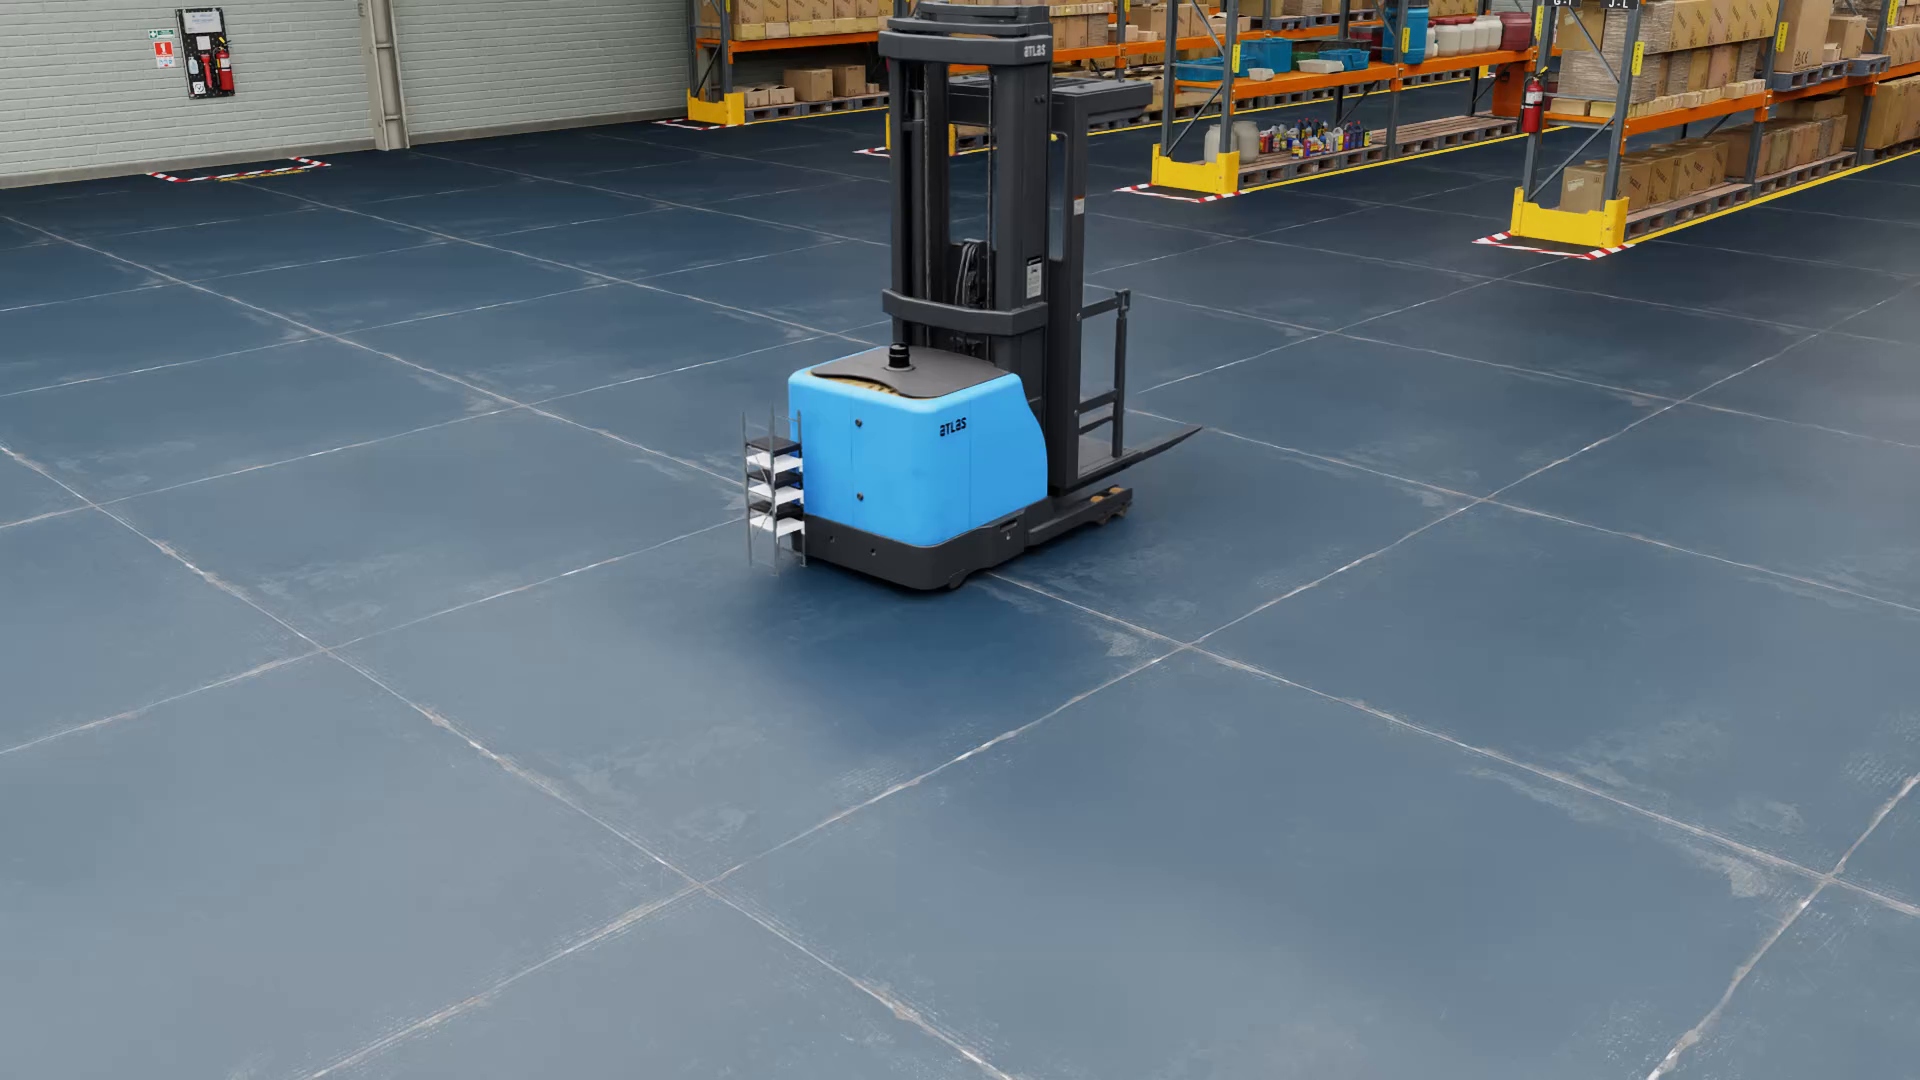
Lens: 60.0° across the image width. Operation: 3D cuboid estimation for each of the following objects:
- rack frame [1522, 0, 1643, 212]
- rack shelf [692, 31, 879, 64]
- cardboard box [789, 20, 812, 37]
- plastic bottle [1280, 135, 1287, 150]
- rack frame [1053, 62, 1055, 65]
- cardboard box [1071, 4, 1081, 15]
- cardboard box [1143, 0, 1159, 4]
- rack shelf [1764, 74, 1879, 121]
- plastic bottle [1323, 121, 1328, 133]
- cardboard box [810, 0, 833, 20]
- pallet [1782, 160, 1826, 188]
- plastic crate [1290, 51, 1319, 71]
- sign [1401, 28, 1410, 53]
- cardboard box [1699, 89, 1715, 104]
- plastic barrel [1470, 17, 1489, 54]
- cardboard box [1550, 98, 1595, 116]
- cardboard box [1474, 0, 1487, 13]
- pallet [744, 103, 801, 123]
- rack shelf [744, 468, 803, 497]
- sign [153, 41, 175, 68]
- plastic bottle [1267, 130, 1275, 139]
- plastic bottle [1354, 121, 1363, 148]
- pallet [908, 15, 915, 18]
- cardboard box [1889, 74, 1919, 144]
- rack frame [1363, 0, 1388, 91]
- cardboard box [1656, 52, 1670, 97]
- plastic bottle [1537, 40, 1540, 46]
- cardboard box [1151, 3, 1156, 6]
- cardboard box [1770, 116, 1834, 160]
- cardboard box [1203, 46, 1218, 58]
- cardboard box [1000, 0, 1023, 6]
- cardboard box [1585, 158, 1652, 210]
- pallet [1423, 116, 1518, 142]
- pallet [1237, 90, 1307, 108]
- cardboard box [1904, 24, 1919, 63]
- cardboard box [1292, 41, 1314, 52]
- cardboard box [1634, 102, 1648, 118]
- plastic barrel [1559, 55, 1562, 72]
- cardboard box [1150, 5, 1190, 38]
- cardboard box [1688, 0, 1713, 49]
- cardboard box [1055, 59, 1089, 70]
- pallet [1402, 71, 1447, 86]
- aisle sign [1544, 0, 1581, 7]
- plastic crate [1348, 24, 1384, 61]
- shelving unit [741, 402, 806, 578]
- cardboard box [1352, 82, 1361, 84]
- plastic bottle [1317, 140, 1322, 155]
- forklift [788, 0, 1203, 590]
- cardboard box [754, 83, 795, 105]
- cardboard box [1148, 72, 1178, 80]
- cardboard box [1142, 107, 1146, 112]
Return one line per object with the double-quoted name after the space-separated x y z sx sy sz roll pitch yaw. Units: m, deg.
6.529 -4.650 17.492 1.000 3.000 0.127 19 28 41 "rack frame"
-2.723 -8.548 28.635 1.077 0.370 4.000 19 28 41 "rack shelf"
-2.839 -8.621 28.005 0.500 0.250 0.500 19 28 40 "cardboard box"
4.469 -5.489 22.962 0.097 0.201 0.097 0 21 0 "plastic bottle"
1.463 -10.426 32.519 1.000 3.000 0.127 19 28 41 "rack frame"
1.651 -8.186 25.648 0.380 0.149 0.250 19 28 41 "cardboard box"
3.763 -11.334 34.299 0.500 0.500 0.500 20 28 41 "cardboard box"
10.714 -5.857 21.634 1.077 0.370 4.000 19 28 41 "rack shelf"
5.234 -5.878 23.876 0.097 0.271 0.097 0 21 0 "plastic bottle"
-2.501 -9.098 28.200 0.500 0.500 0.500 -19 28 -40 "cardboard box"
10.712 -4.893 22.009 1.003 0.211 1.213 19 28 41 "pallet"
4.621 -6.541 22.707 0.450 0.188 0.662 19 28 41 "plastic crate"
6.157 -6.907 22.978 0.100 0.325 0.005 19 28 41 "sign"
8.323 -5.051 18.884 0.380 0.149 0.250 19 28 41 "cardboard box"
7.702 -7.572 24.939 0.421 0.512 0.421 0 21 0 "plastic barrel"
6.580 -4.658 17.863 0.380 0.149 0.250 19 28 41 "cardboard box"
10.478 -11.107 34.151 0.500 0.500 0.500 -19 28 -40 "cardboard box"
-3.473 -7.287 28.240 1.003 0.211 1.213 19 28 41 "pallet"
-1.008 -0.322 9.001 0.258 0.077 0.200 18 28 39 "rack shelf"
-10.646 -6.498 22.251 0.001 0.329 0.234 19 28 41 "sign"
4.239 -5.499 22.885 0.152 0.276 0.135 18 28 39 "plastic bottle"
5.528 -5.649 23.171 0.144 0.351 0.185 18 28 39 "plastic bottle"
-0.690 -9.468 30.295 1.003 0.211 1.213 19 28 41 "pallet"
13.233 -6.310 24.188 1.225 0.875 0.875 19 28 41 "cardboard box"
7.805 -10.215 31.971 1.000 3.000 0.127 19 28 41 "rack frame"
7.195 -5.129 18.184 0.875 0.500 0.500 19 28 41 "cardboard box"
9.094 -7.919 26.169 0.152 0.276 0.135 19 28 41 "plastic bottle"
3.848 -11.062 34.497 0.250 0.149 0.380 -19 28 -40 "cardboard box"
11.279 -5.422 22.372 0.700 0.500 0.500 16 26 36 "cardboard box"
5.201 -10.778 36.334 0.700 0.500 0.500 19 28 40 "cardboard box"
0.520 -8.180 24.727 0.700 0.500 0.500 19 28 41 "cardboard box"
7.369 -3.998 18.694 0.500 0.500 0.500 -12 24 -28 "cardboard box"
7.993 -6.455 26.075 1.003 0.211 1.213 19 28 41 "pallet"
5.562 -8.068 30.271 1.003 0.211 1.213 19 28 41 "pallet"
13.357 -7.076 23.664 0.500 0.500 0.500 19 28 40 "cardboard box"
6.246 -9.154 31.037 0.500 0.250 0.500 19 28 40 "cardboard box"
7.087 -4.606 17.728 0.380 0.149 0.250 19 28 41 "cardboard box"
10.466 -7.874 28.218 0.600 0.901 0.708 19 28 41 "plastic barrel"
3.488 -8.663 27.793 0.500 0.500 0.500 19 28 41 "cardboard box"
7.809 -5.631 18.097 0.500 0.500 0.500 19 28 41 "cardboard box"
2.070 -9.775 33.236 0.750 0.750 0.750 19 28 40 "cardboard box"
9.136 -9.405 33.750 1.003 0.211 1.213 19 28 41 "pallet"
6.271 -5.923 17.180 0.394 0.787 0.004 19 28 41 "aisle sign"
5.889 -7.149 23.904 0.402 0.464 0.583 19 28 41 "plastic crate"
-1.008 -0.269 9.021 0.258 0.900 0.210 18 28 39 "shelving unit"
7.315 -8.930 31.499 0.500 0.500 0.500 19 28 41 "cardboard box"
4.846 -5.316 22.513 0.097 0.201 0.097 0 21 0 "plastic bottle"
0.380 -1.564 9.558 1.130 2.935 3.031 16 26 36 "forklift"
-3.173 -7.622 28.358 0.500 0.311 0.500 -17 27 -38 "cardboard box"
3.404 -7.638 27.731 0.500 0.311 0.500 18 27 39 "cardboard box"
2.683 -7.113 27.147 0.500 0.250 0.500 18 28 39 "cardboard box"
